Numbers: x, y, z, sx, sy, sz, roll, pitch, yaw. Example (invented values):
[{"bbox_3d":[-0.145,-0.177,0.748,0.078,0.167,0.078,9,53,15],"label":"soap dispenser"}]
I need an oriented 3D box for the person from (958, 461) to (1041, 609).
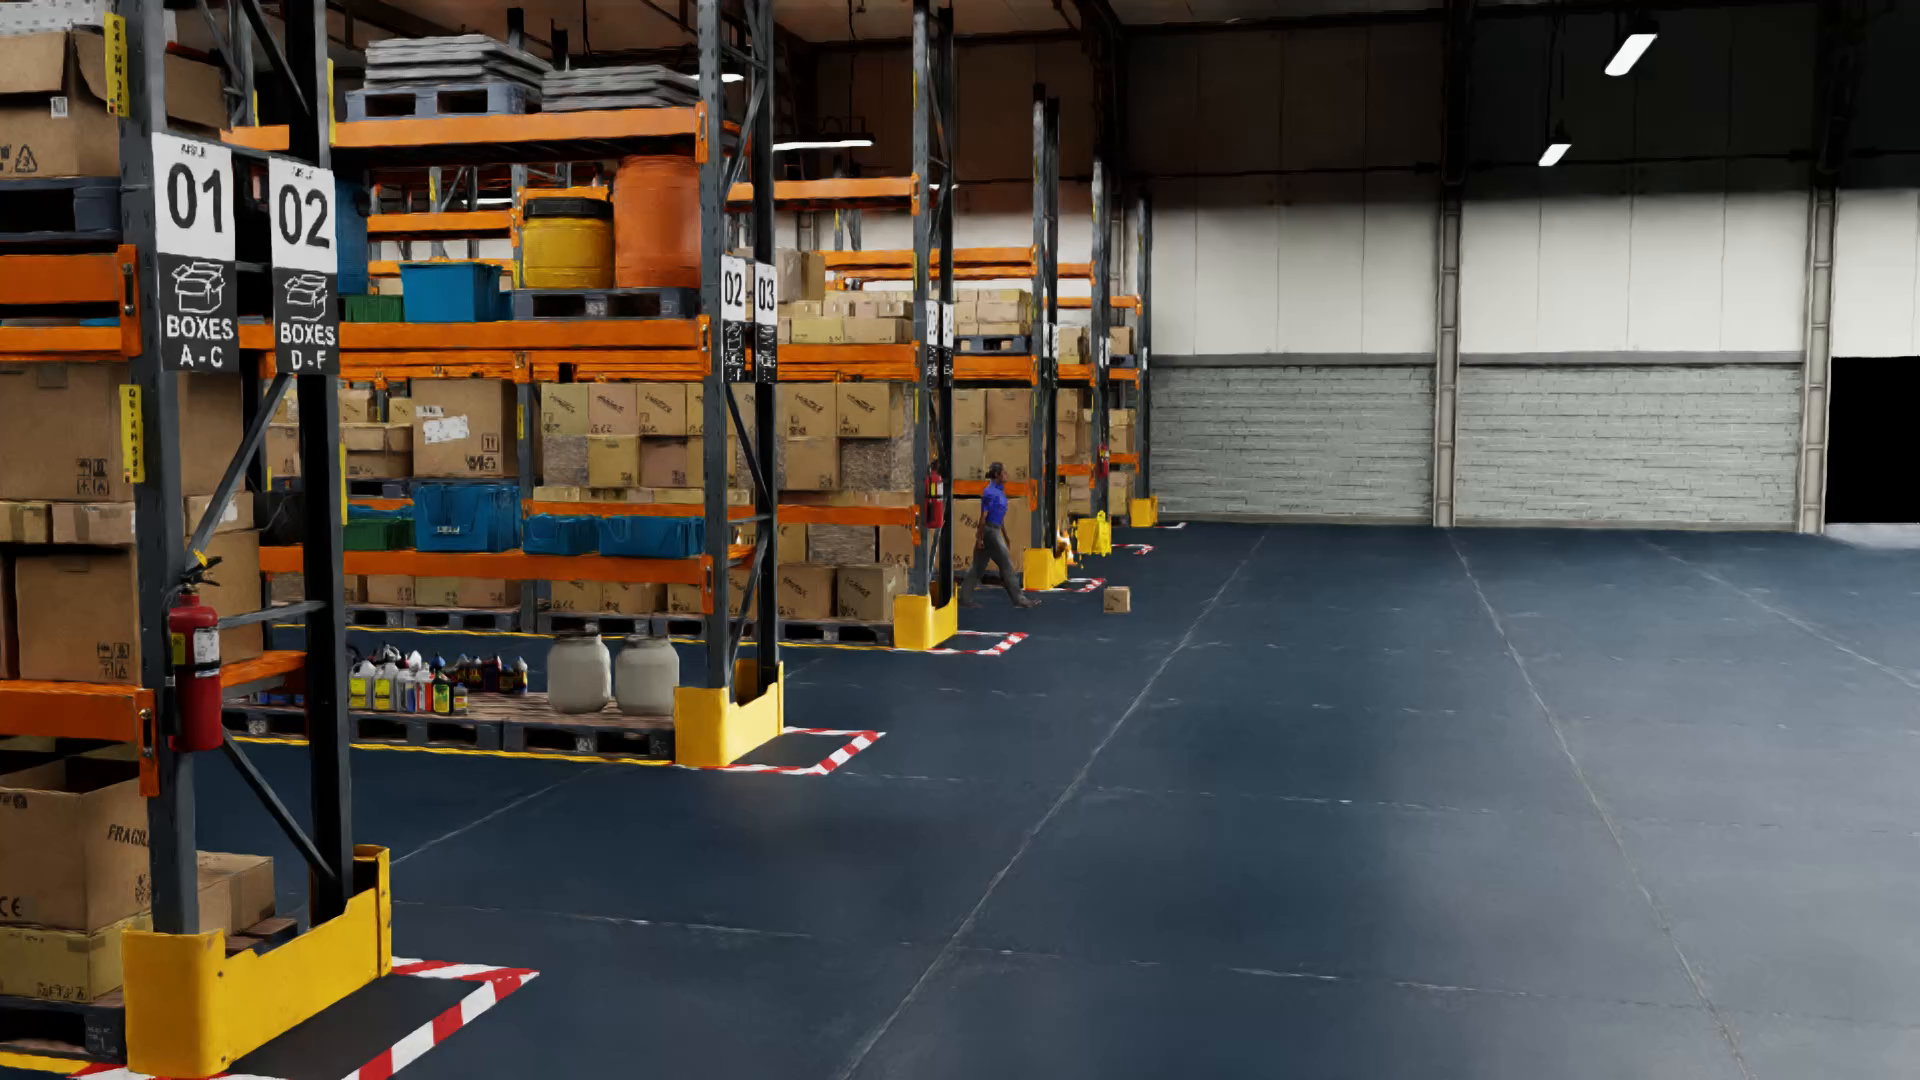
[{"bbox_3d":[0.419,-0.058,17.988,0.928,1.597,0.468,0,5,5],"label":"person"}]
